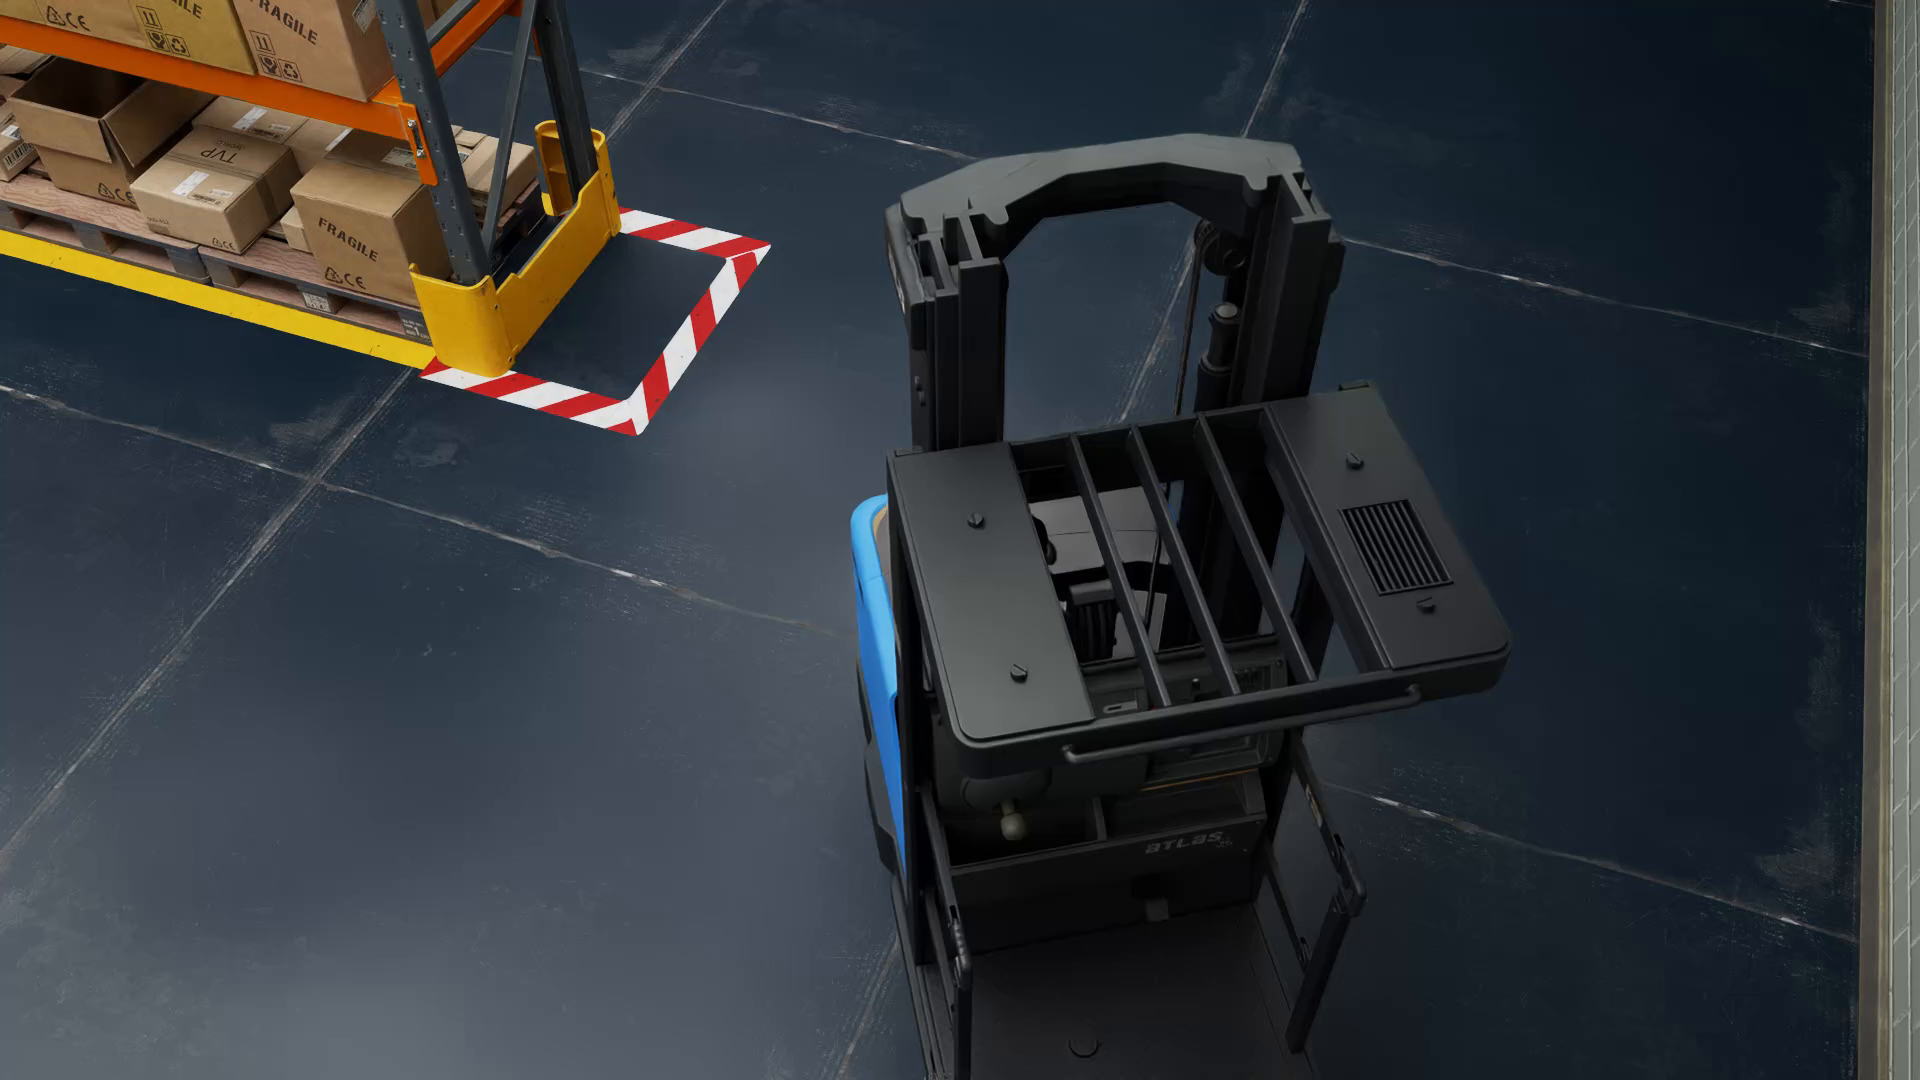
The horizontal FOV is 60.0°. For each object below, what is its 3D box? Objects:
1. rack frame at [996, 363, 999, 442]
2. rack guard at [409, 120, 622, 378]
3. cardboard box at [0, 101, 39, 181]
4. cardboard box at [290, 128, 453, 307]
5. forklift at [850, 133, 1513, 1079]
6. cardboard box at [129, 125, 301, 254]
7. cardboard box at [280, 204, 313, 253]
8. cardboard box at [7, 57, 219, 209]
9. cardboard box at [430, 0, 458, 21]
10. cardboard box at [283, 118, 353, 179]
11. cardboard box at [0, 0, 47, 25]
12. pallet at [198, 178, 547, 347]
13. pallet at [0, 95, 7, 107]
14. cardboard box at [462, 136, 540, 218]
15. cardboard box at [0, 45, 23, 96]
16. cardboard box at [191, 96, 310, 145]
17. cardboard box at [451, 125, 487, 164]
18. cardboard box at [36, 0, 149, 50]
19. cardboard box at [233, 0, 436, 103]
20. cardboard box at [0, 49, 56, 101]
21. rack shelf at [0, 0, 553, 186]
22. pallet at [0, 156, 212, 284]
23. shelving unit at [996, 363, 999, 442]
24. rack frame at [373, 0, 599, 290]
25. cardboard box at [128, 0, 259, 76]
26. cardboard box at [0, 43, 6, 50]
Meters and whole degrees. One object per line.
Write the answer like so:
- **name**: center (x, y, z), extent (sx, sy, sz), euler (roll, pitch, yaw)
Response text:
- **rack frame**: center (0.103, -0.266, 6.252), extent (0.006, 0.900, 0.240), euler (16, 51, 13)
- **rack guard**: center (-1.953, -1.314, 7.425), extent (0.348, 0.500, 1.175), euler (16, 51, 13)
- **cardboard box**: center (-4.500, -1.894, 7.857), extent (0.250, 0.166, 0.380), euler (16, 51, 13)
- **cardboard box**: center (-2.477, -1.406, 7.213), extent (0.500, 0.500, 0.500), euler (16, 51, 13)
- **forklift**: center (0.436, 0.629, 4.132), extent (1.130, 2.935, 3.031), euler (-9, 50, -8)
- **cardboard box**: center (-3.358, -1.594, 7.542), extent (0.500, 0.250, 0.500), euler (16, 51, 13)
- **cardboard box**: center (-2.826, -1.467, 7.487), extent (0.250, 0.166, 0.380), euler (16, 51, 13)
- **cardboard box**: center (-3.870, -1.998, 7.725), extent (0.637, 0.503, 0.797), euler (16, 51, 13)
- **cardboard box**: center (-2.207, -2.449, 6.688), extent (0.500, 0.500, 0.500), euler (17, 51, 14)
- **cardboard box**: center (-2.763, -1.831, 7.747), extent (0.500, 0.250, 0.500), euler (16, 51, 13)
- **cardboard box**: center (-3.823, -2.470, 6.706), extent (0.500, 0.500, 0.500), euler (15, 51, 13)
- **pallet**: center (-2.701, -1.427, 7.714), extent (1.213, 0.211, 1.003), euler (16, 51, 13)
- **pallet**: center (-4.990, -2.066, 8.268), extent (1.213, 0.211, 1.003), euler (16, 51, 13)
- **cardboard box**: center (-2.156, -1.677, 7.680), extent (0.250, 0.149, 0.380), euler (16, 51, 13)
- **cardboard box**: center (-4.629, -2.367, 8.278), extent (0.250, 0.149, 0.380), euler (16, 51, 13)
- **cardboard box**: center (-3.232, -1.962, 7.860), extent (0.500, 0.250, 0.500), euler (16, 51, 13)
- **cardboard box**: center (-2.390, -1.748, 7.730), extent (0.250, 0.166, 0.380), euler (16, 51, 13)
- **cardboard box**: center (-3.350, -2.338, 6.592), extent (0.500, 0.500, 0.500), euler (16, 51, 13)
- **cardboard box**: center (-2.396, -2.070, 6.359), extent (0.500, 0.500, 0.500), euler (17, 51, 14)
- **cardboard box**: center (-4.298, -2.279, 8.095), extent (0.500, 0.311, 0.500), euler (16, 51, 13)
- **rack shelf**: center (-3.758, -2.401, 7.189), extent (4.000, 0.370, 1.077), euler (16, 51, 13)
- **pallet**: center (-3.842, -1.748, 7.992), extent (1.213, 0.211, 1.003), euler (16, 51, 13)
- **shelving unit**: center (0.008, -0.293, 6.275), extent (0.210, 0.900, 0.258), euler (16, 51, 13)
- **rack frame**: center (-1.882, -2.113, 6.463), extent (0.127, 3.000, 1.000), euler (16, 51, 13)
- **cardboard box**: center (-2.884, -2.203, 6.475), extent (0.500, 0.500, 0.500), euler (16, 51, 13)
- **cardboard box**: center (-5.001, -2.538, 8.194), extent (0.500, 0.500, 0.500), euler (16, 51, 13)
